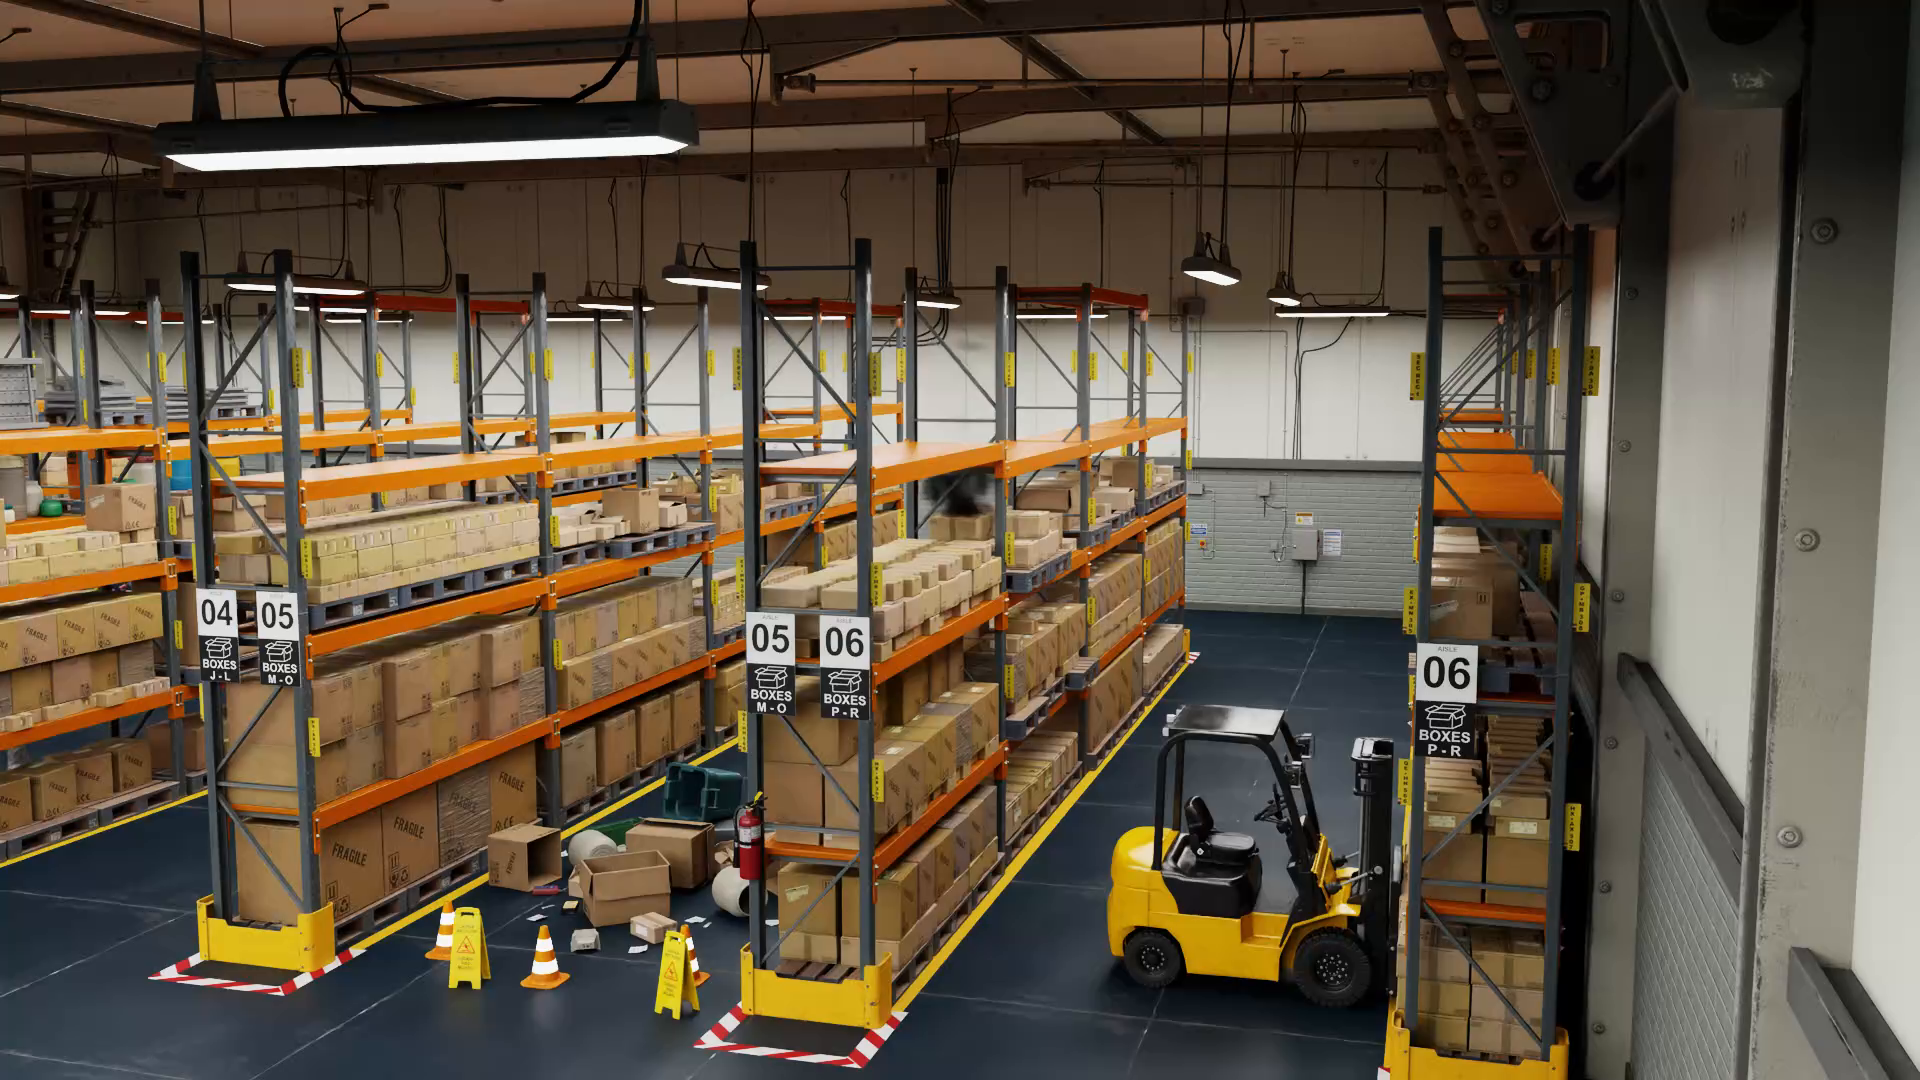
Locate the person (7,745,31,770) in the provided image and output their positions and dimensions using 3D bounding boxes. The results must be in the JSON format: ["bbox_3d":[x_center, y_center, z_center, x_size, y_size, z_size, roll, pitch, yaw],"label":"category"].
[{"bbox_3d":[-11.523,2.024,20.170,0.654,1.835,0.735,0,6,4],"label":"person"}]
